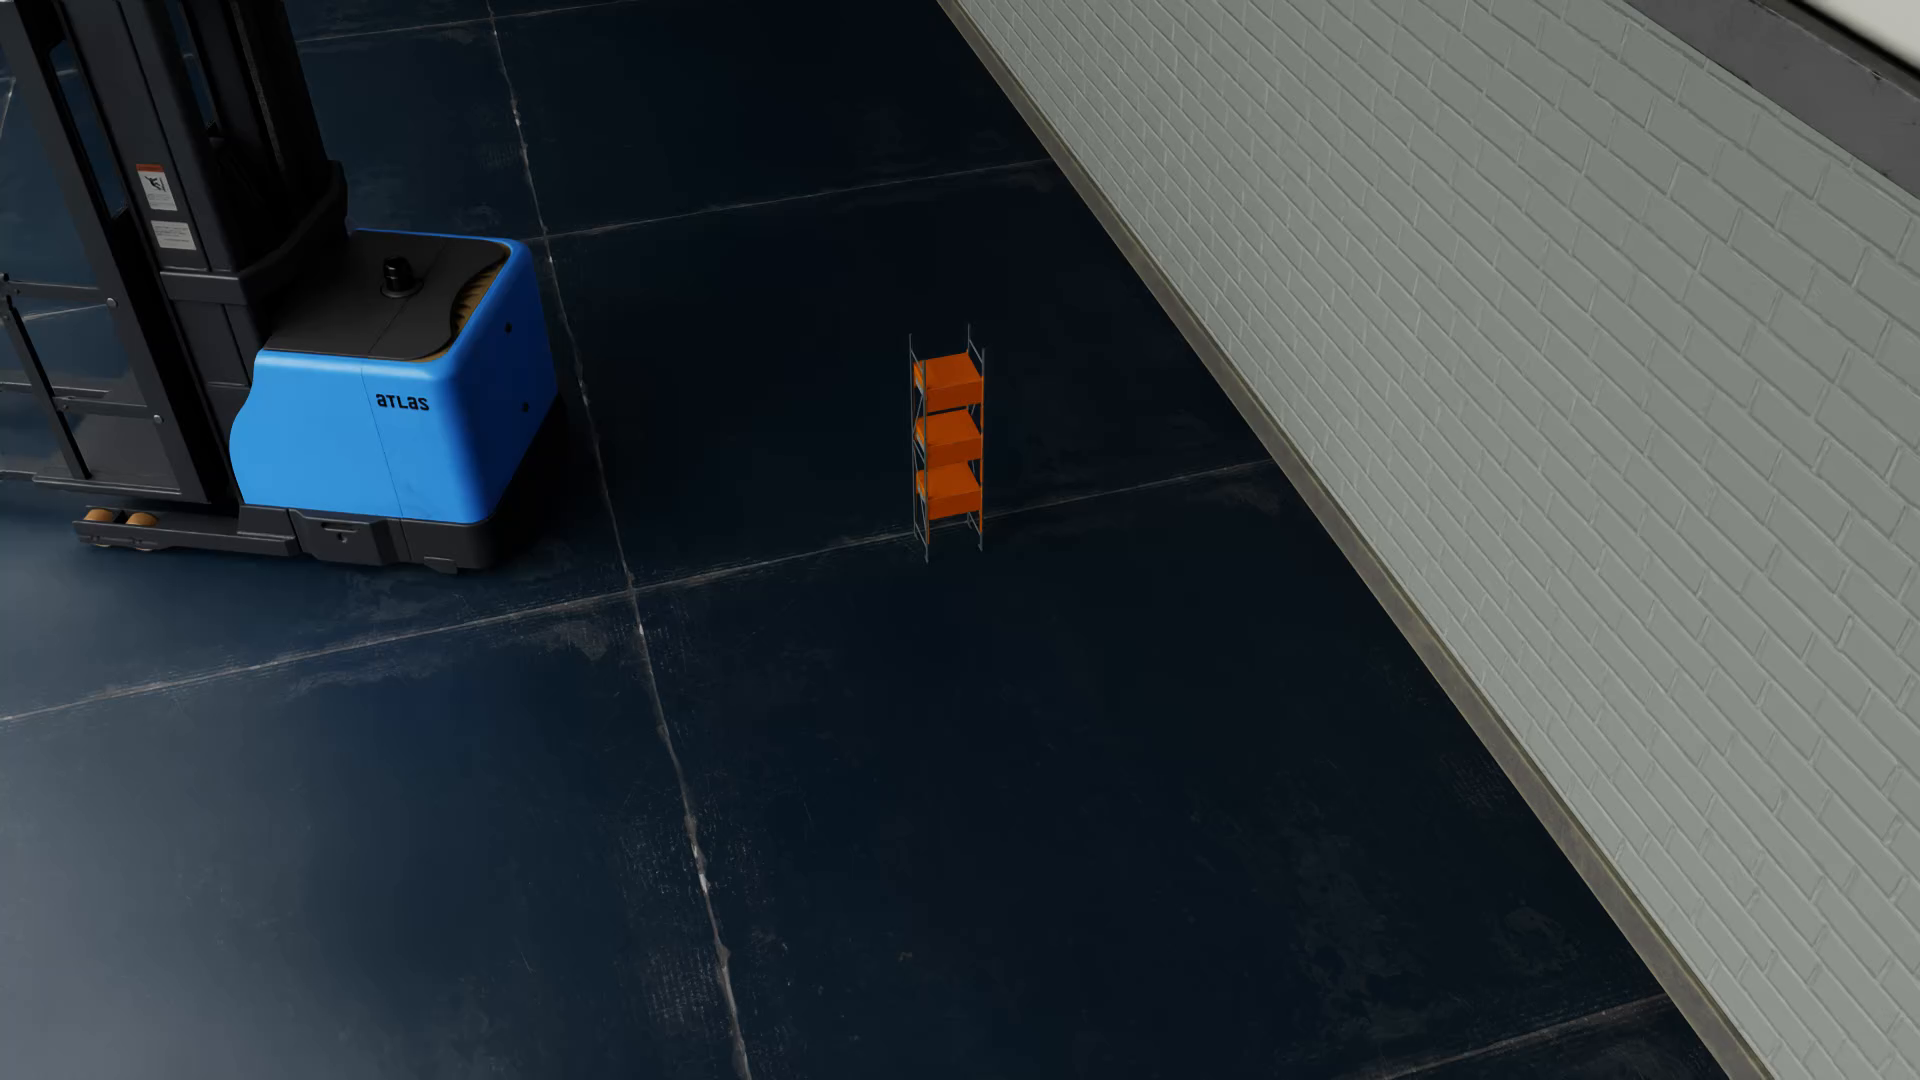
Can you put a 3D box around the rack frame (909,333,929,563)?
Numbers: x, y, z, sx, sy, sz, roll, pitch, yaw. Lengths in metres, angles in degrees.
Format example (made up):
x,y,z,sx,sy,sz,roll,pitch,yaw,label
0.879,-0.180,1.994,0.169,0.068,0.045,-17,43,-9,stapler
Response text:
x,y,z,sx,sy,sz,roll,pitch,yaw,label
-0.167,-0.361,6.865,0.008,1.050,0.200,-12,42,-13,rack frame

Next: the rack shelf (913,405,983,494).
x,y,z,sx,sy,sz,roll,pitch,yaw,label
-0.051,-0.377,6.899,0.240,0.259,0.215,-12,42,-13,rack shelf

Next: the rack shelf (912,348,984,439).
x,y,z,sx,sy,sz,roll,pitch,yaw,label
-0.051,-0.591,6.713,0.240,0.259,0.215,-12,42,-13,rack shelf

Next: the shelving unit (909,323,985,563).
x,y,z,sx,sy,sz,roll,pitch,yaw,label
-0.051,-0.385,6.892,0.252,1.050,0.215,-12,42,-13,shelving unit

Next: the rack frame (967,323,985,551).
x,y,z,sx,sy,sz,roll,pitch,yaw,label
0.065,-0.409,6.920,0.008,1.050,0.200,-12,42,-13,rack frame

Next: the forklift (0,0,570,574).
x,y,z,sx,sy,sz,roll,pitch,yaw,label
-3.368,-1.395,6.619,3.031,2.935,1.130,5,41,6,forklift

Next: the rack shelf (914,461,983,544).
x,y,z,sx,sy,sz,roll,pitch,yaw,label
-0.051,-0.168,7.082,0.240,0.259,0.215,-12,42,-13,rack shelf
